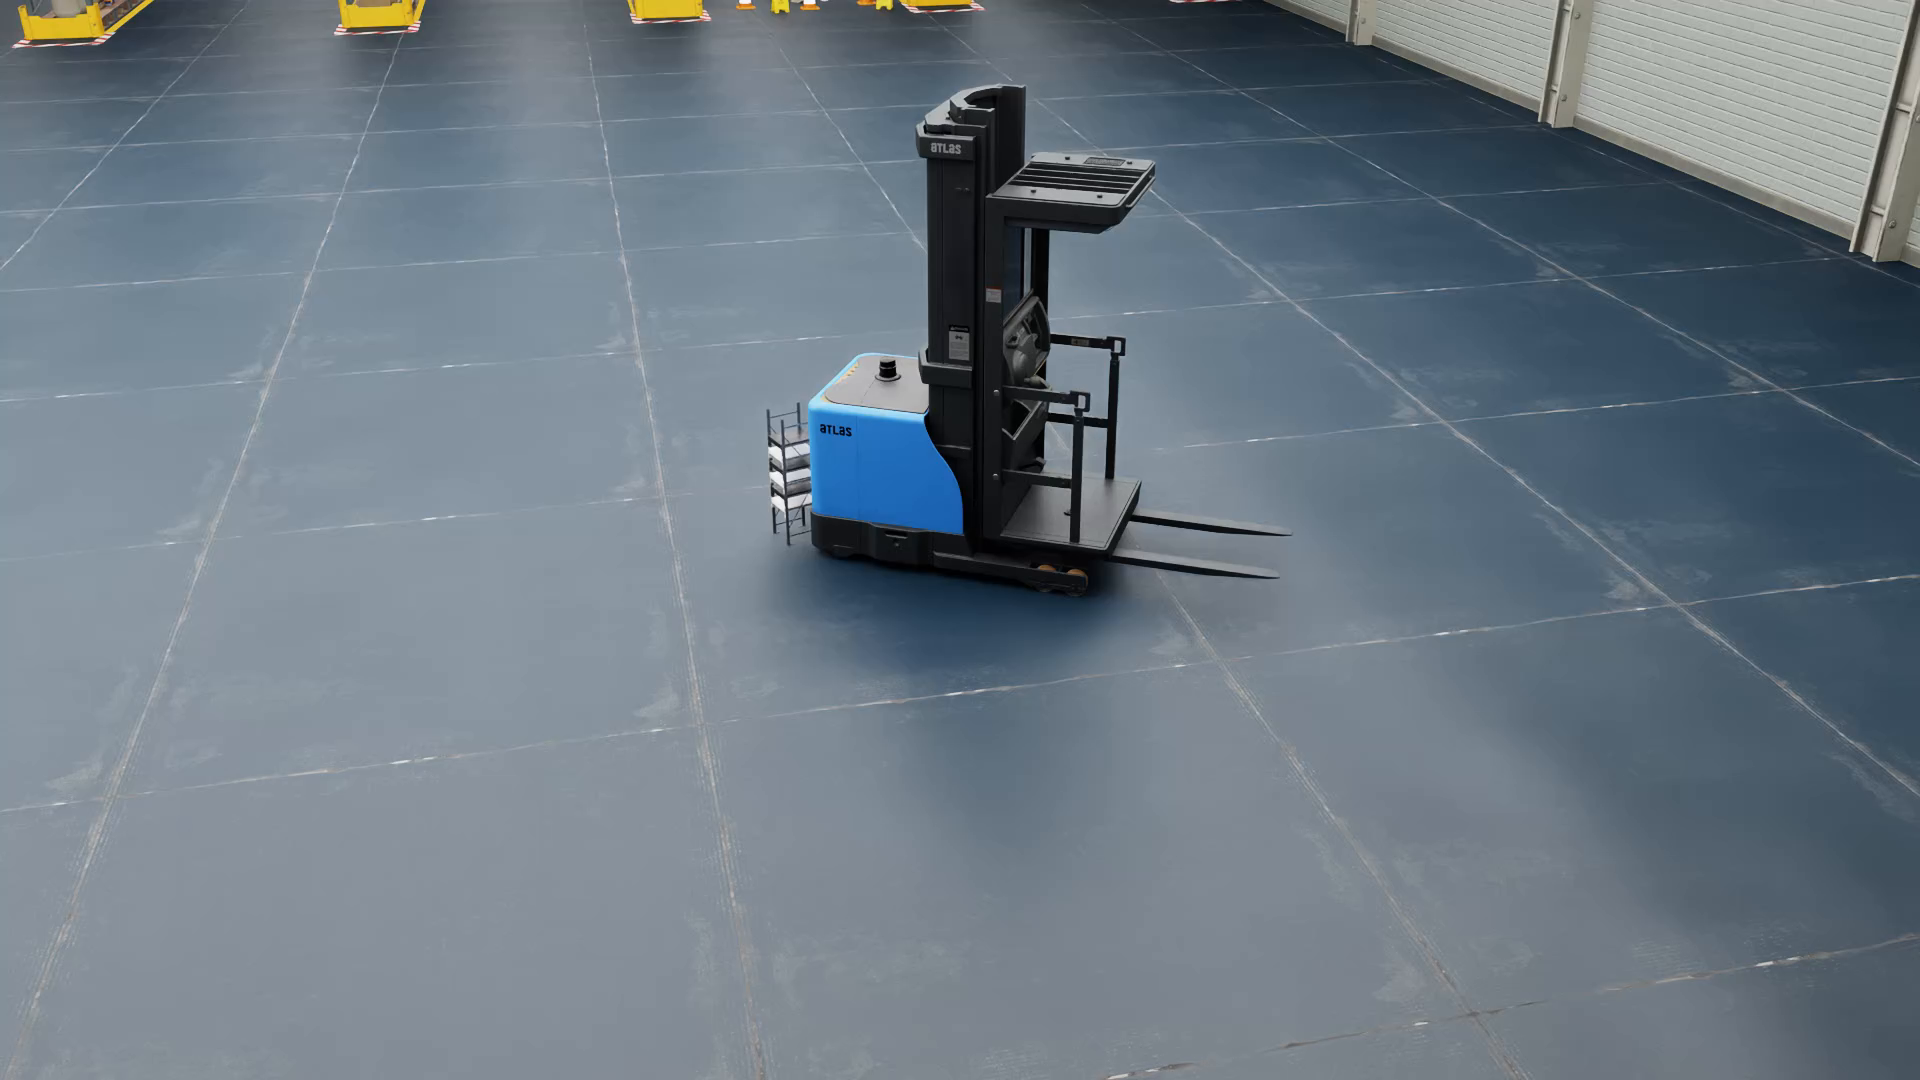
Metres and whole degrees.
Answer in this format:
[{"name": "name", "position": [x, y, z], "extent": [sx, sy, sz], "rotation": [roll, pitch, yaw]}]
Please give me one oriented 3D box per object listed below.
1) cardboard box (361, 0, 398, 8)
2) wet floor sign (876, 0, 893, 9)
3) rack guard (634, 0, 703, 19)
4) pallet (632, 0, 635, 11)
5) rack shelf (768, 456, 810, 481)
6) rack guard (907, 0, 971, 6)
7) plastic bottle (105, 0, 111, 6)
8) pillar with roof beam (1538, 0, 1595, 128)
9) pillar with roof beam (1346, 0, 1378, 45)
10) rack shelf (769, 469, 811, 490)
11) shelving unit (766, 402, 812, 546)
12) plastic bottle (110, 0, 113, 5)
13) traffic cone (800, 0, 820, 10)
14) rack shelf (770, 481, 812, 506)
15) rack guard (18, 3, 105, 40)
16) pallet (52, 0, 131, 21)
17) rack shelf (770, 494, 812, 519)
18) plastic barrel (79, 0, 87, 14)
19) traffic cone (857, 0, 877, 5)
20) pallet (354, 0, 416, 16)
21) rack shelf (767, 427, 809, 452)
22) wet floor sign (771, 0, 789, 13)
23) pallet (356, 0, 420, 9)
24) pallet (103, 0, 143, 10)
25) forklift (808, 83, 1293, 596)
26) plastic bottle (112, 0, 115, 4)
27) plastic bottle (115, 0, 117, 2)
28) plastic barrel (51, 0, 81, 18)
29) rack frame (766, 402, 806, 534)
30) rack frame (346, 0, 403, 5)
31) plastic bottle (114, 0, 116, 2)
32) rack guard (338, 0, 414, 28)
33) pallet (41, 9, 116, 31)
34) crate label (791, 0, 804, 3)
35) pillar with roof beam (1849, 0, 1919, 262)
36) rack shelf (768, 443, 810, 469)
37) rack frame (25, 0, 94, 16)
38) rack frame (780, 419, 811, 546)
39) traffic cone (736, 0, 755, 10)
[{"name": "cardboard box", "position": [-10.151, -9.555, 29.005], "extent": [0.500, 0.500, 0.500], "rotation": [-1, 27, -2]}, {"name": "wet floor sign", "position": [-1.371, -9.970, 30.134], "extent": [0.267, 0.644, 0.232], "rotation": [3, 27, 6]}, {"name": "rack guard", "position": [-5.166, -9.540, 29.443], "extent": [1.175, 0.500, 0.348], "rotation": [-6, 27, -12]}, {"name": "pallet", "position": [-5.427, -9.765, 30.208], "extent": [1.003, 0.211, 1.213], "rotation": [-6, 27, -12]}, {"name": "rack shelf", "position": [-1.098, -0.483, 10.929], "extent": [0.258, 0.077, 0.200], "rotation": [-16, 31, -28]}, {"name": "rack guard", "position": [-0.388, -10.131, 30.613], "extent": [1.175, 0.500, 0.348], "rotation": [-6, 27, -12]}, {"name": "plastic bottle", "position": [-14.957, -9.510, 29.149], "extent": [0.097, 0.271, 0.097], "rotation": [0, 27, 0]}, {"name": "pillar with roof beam", "position": [3.695, -9.089, 19.118], "extent": [9.100, 9.000, 0.400], "rotation": [-6, 27, -12]}, {"name": "pillar with roof beam", "position": [2.343, -11.723, 24.336], "extent": [9.100, 9.000, 0.400], "rotation": [-6, 27, -12]}, {"name": "rack shelf", "position": [-1.098, -0.403, 10.969], "extent": [0.258, 0.077, 0.200], "rotation": [-16, 31, -28]}, {"name": "shelving unit", "position": [-1.098, -0.432, 10.954], "extent": [0.258, 0.900, 0.210], "rotation": [-16, 31, -28]}, {"name": "plastic bottle", "position": [-14.980, -9.524, 29.255], "extent": [0.097, 0.201, 0.097], "rotation": [0, 27, 0]}, {"name": "traffic cone", "position": [-2.730, -9.877, 30.151], "extent": [0.336, 0.463, 0.334], "rotation": [-6, 27, -12]}, {"name": "rack shelf", "position": [-1.098, -0.322, 11.010], "extent": [0.258, 0.077, 0.200], "rotation": [-16, 31, -28]}, {"name": "rack guard", "position": [-14.915, -8.617, 27.614], "extent": [1.175, 0.500, 0.348], "rotation": [-6, 27, -12]}, {"name": "pallet", "position": [-15.364, -9.380, 29.445], "extent": [1.003, 0.211, 1.213], "rotation": [-6, 27, -12]}, {"name": "rack shelf", "position": [-1.098, -0.242, 11.051], "extent": [0.258, 0.077, 0.200], "rotation": [-16, 31, -28]}, {"name": "plastic barrel", "position": [-15.188, -9.282, 28.453], "extent": [0.421, 0.512, 0.421], "rotation": [0, 27, 0]}, {"name": "traffic cone", "position": [-1.725, -10.139, 30.670], "extent": [0.336, 0.463, 0.334], "rotation": [-6, 27, -12]}, {"name": "pallet", "position": [-10.192, -9.356, 29.398], "extent": [1.003, 0.211, 1.213], "rotation": [-6, 27, -12]}, {"name": "rack shelf", "position": [-1.098, -0.644, 10.848], "extent": [0.258, 0.077, 0.200], "rotation": [-16, 31, -28]}, {"name": "wet floor sign", "position": [-3.235, -9.804, 29.804], "extent": [0.267, 0.644, 0.232], "rotation": [-11, 29, -20]}, {"name": "pallet", "position": [-10.463, -9.890, 30.457], "extent": [1.003, 0.211, 1.213], "rotation": [-6, 27, -12]}, {"name": "pallet", "position": [-15.642, -9.916, 30.509], "extent": [1.003, 0.211, 1.213], "rotation": [-6, 27, -12]}, {"name": "forklift", "position": [0.601, -1.224, 10.270], "extent": [3.031, 2.935, 1.130], "rotation": [8, 28, 15]}, {"name": "plastic bottle", "position": [-14.990, -9.617, 29.347], "extent": [0.061, 0.283, 0.133], "rotation": [-5, 27, -11]}, {"name": "plastic bottle", "position": [-15.057, -9.705, 29.534], "extent": [0.097, 0.271, 0.097], "rotation": [0, 27, 0]}, {"name": "plastic barrel", "position": [-15.075, -9.062, 28.017], "extent": [0.421, 0.512, 0.421], "rotation": [0, 27, 0]}, {"name": "rack frame", "position": [-1.152, -0.471, 11.031], "extent": [0.240, 0.900, 0.006], "rotation": [-16, 31, -28]}, {"name": "rack frame", "position": [-10.026, -10.207, 27.990], "extent": [1.000, 3.000, 0.127], "rotation": [-6, 27, -12]}, {"name": "plastic bottle", "position": [-15.034, -9.661, 29.447], "extent": [0.097, 0.271, 0.097], "rotation": [0, 27, 0]}, {"name": "rack guard", "position": [-10.043, -9.125, 28.620], "extent": [1.175, 0.500, 0.348], "rotation": [-6, 27, -12]}, {"name": "pallet", "position": [-15.093, -8.845, 28.386], "extent": [1.003, 0.211, 1.213], "rotation": [-6, 27, -12]}, {"name": "crate label", "position": [-2.967, -10.070, 30.896], "extent": [0.250, 0.136, 0.298], "rotation": [-23, 35, -38]}, {"name": "pillar with roof beam", "position": [5.047, -6.455, 13.899], "extent": [9.100, 9.000, 0.400], "rotation": [-6, 27, -12]}, {"name": "rack shelf", "position": [-1.098, -0.563, 10.888], "extent": [0.258, 0.077, 0.200], "rotation": [-16, 31, -28]}, {"name": "rack frame", "position": [-14.852, -9.704, 26.994], "extent": [1.000, 3.000, 0.127], "rotation": [-6, 27, -12]}, {"name": "rack frame", "position": [-1.044, -0.394, 10.878], "extent": [0.240, 0.900, 0.006], "rotation": [-16, 31, -28]}, {"name": "traffic cone", "position": [-3.907, -9.911, 30.219], "extent": [0.336, 0.463, 0.334], "rotation": [-6, 27, -12]}]
